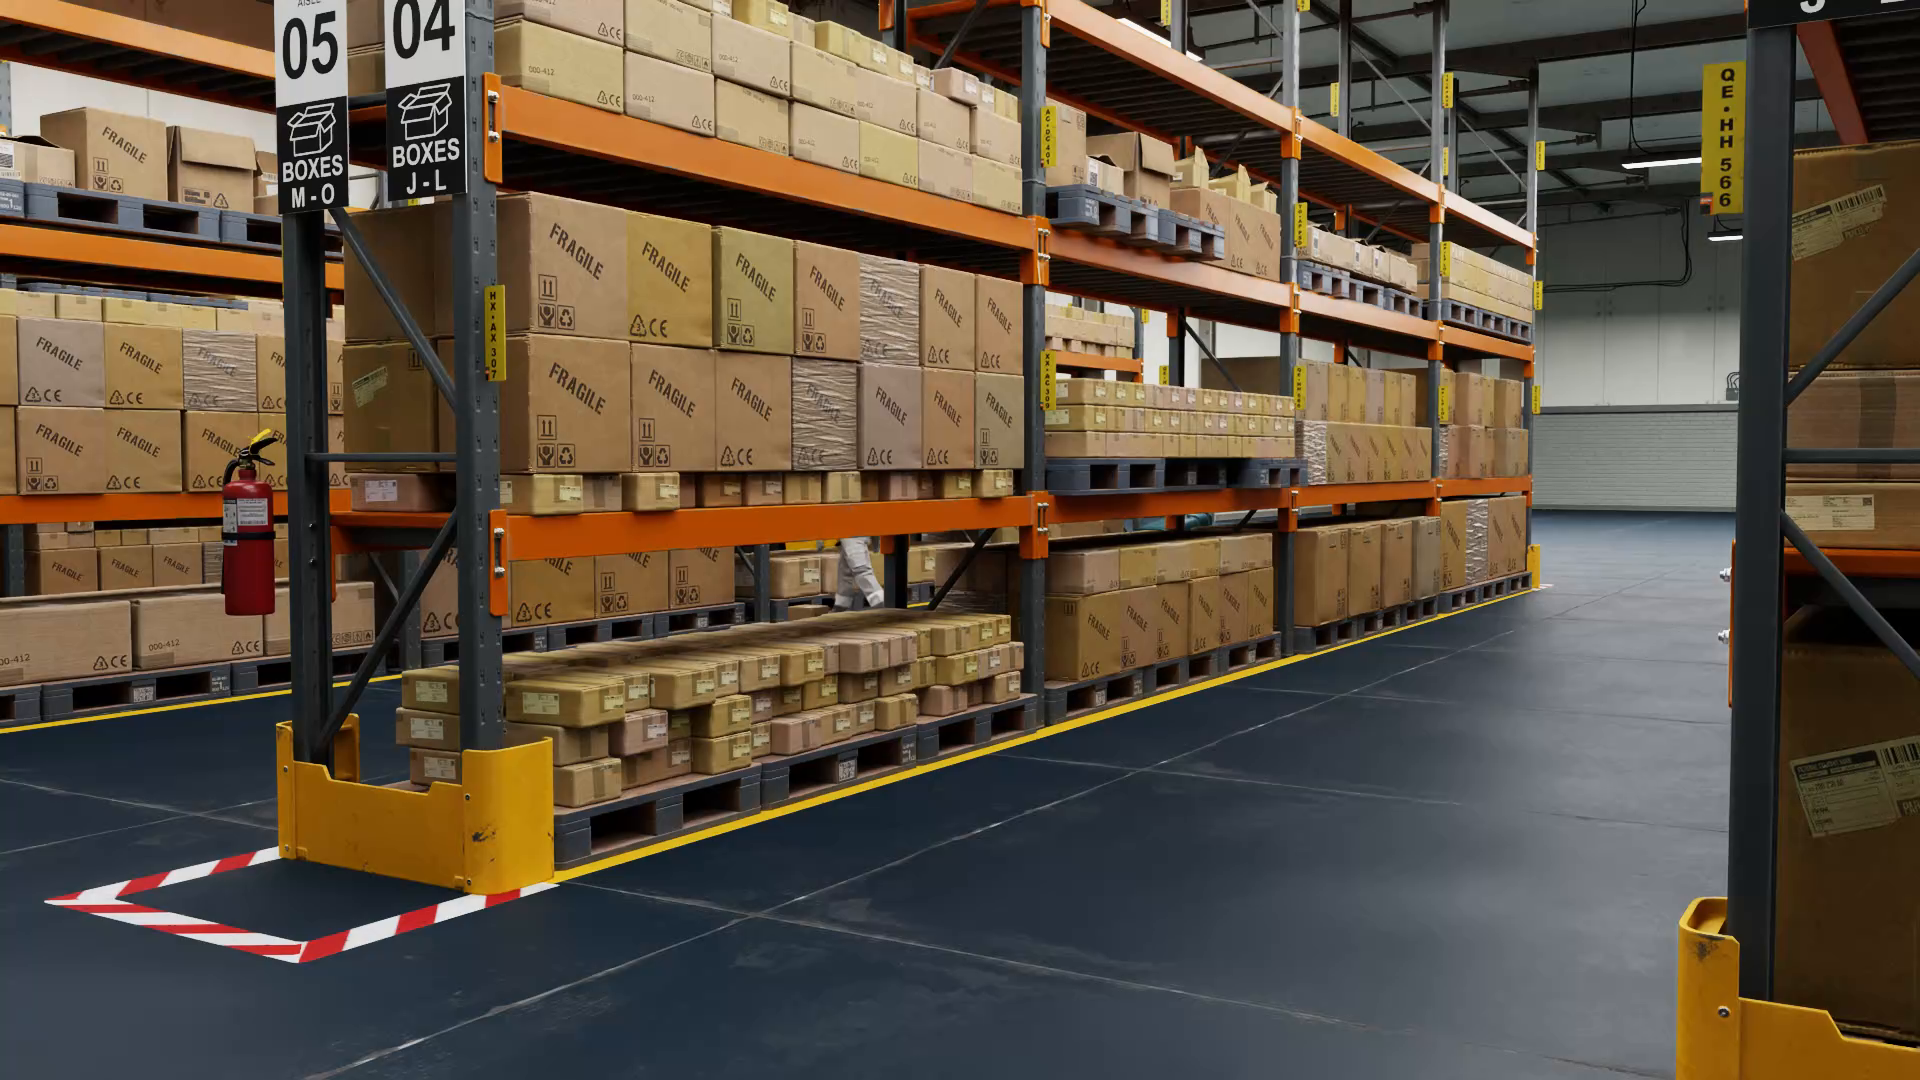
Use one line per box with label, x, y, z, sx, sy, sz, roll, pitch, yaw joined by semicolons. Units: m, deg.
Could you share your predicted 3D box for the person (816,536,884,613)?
person;-0.912;-0.054;13.893;0.957;1.754;0.646;1;3;23
